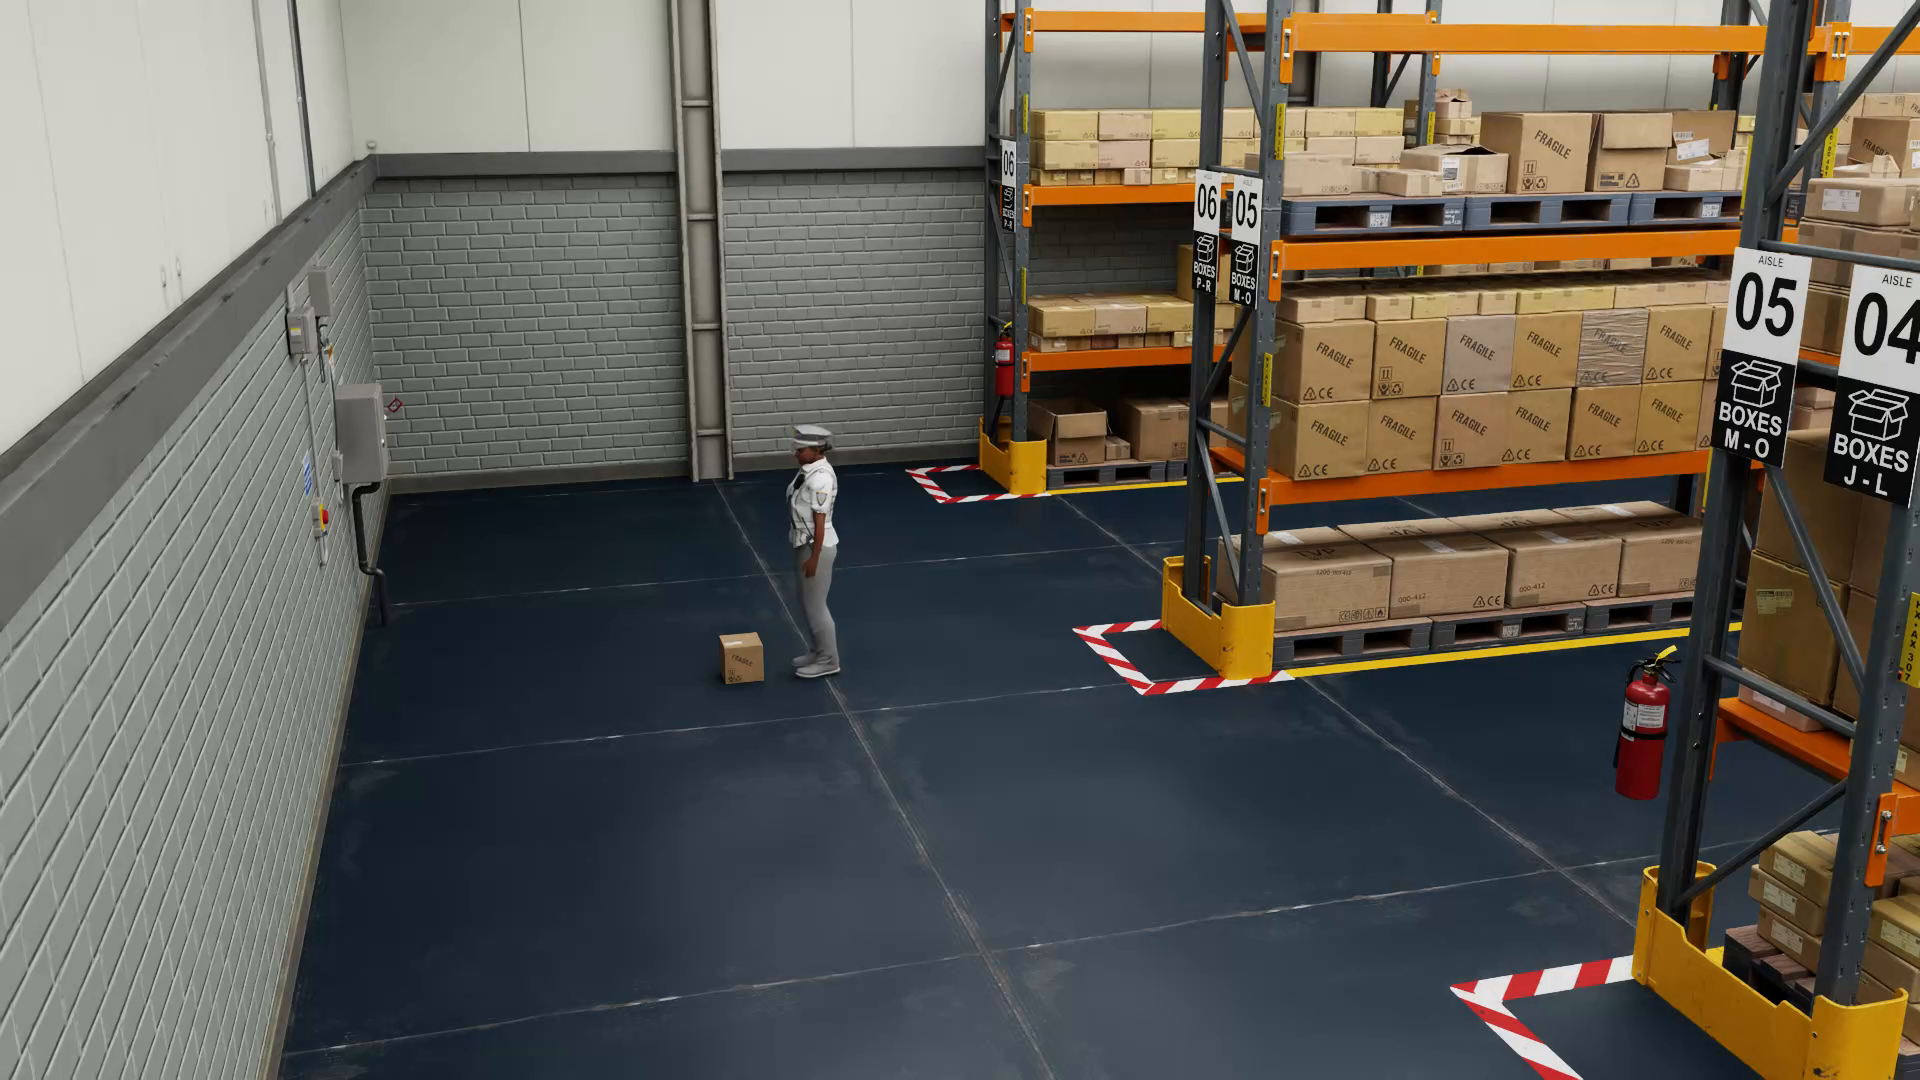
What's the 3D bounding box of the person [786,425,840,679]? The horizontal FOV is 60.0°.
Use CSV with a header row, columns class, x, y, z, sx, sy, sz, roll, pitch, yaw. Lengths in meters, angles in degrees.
class,x,y,z,sx,sy,sz,roll,pitch,yaw
person,-0.959,0.074,10.805,0.341,1.669,0.438,-4,17,-14
